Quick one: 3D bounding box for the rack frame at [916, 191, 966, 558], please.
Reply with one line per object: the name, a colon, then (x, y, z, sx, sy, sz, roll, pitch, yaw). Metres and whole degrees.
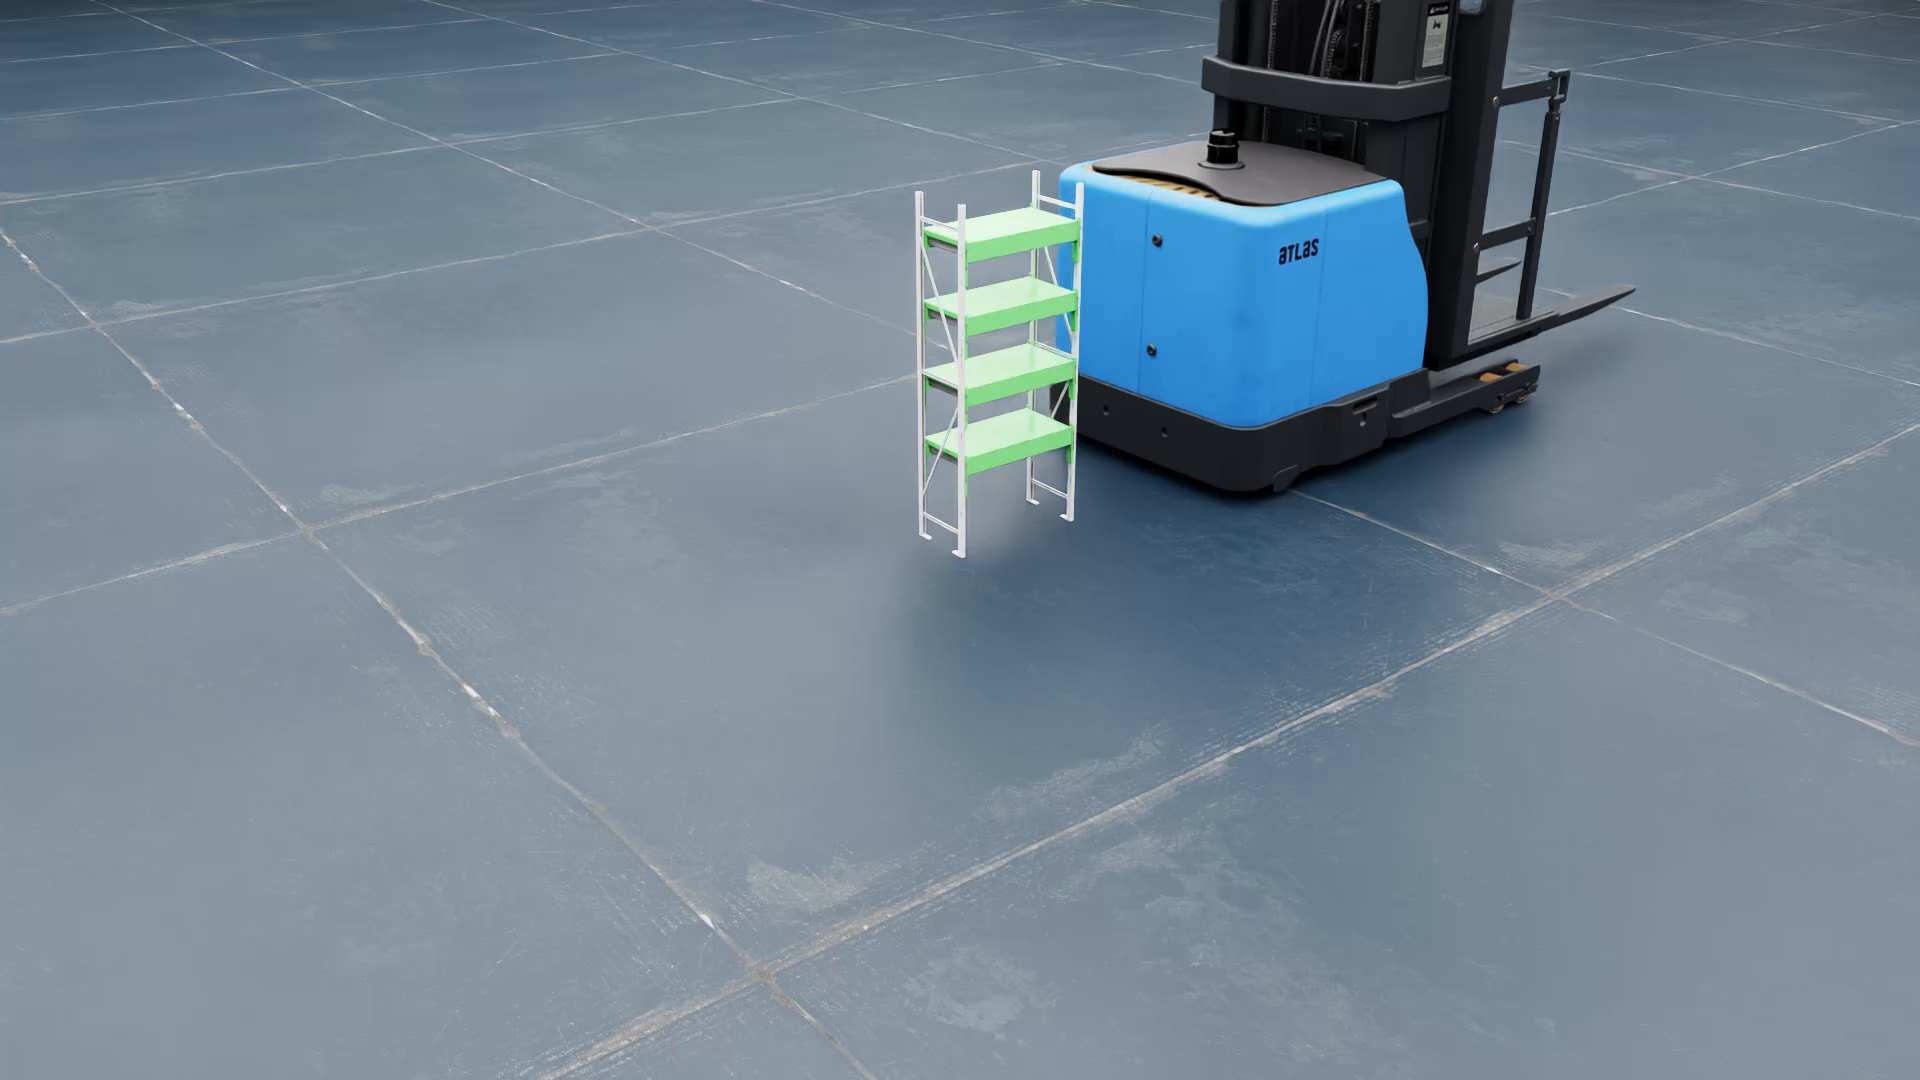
rack frame: (-0.062, -0.524, 5.453, 0.015, 1.200, 0.240, -18, 31, -34)

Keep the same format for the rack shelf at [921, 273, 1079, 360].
rack shelf: (0.130, -0.747, 5.516, 0.480, 0.148, 0.258, -18, 31, -34)

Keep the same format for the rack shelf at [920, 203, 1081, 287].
rack shelf: (0.130, -0.965, 5.415, 0.480, 0.148, 0.258, -18, 31, -34)

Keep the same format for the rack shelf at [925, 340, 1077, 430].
rack shelf: (0.130, -0.529, 5.617, 0.480, 0.148, 0.258, -18, 31, -34)

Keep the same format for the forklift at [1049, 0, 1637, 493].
forklift: (1.801, -2.001, 6.580, 3.031, 2.935, 1.130, -20, 32, -36)

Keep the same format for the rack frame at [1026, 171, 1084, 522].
rack frame: (0.322, -0.651, 5.727, 0.015, 1.200, 0.240, -18, 31, -34)

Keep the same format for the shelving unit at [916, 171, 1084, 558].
shelving unit: (0.130, -0.587, 5.590, 0.503, 1.200, 0.258, -18, 31, -34)

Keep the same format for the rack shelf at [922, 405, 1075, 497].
rack shelf: (0.130, -0.312, 5.718, 0.480, 0.148, 0.258, -18, 31, -34)
